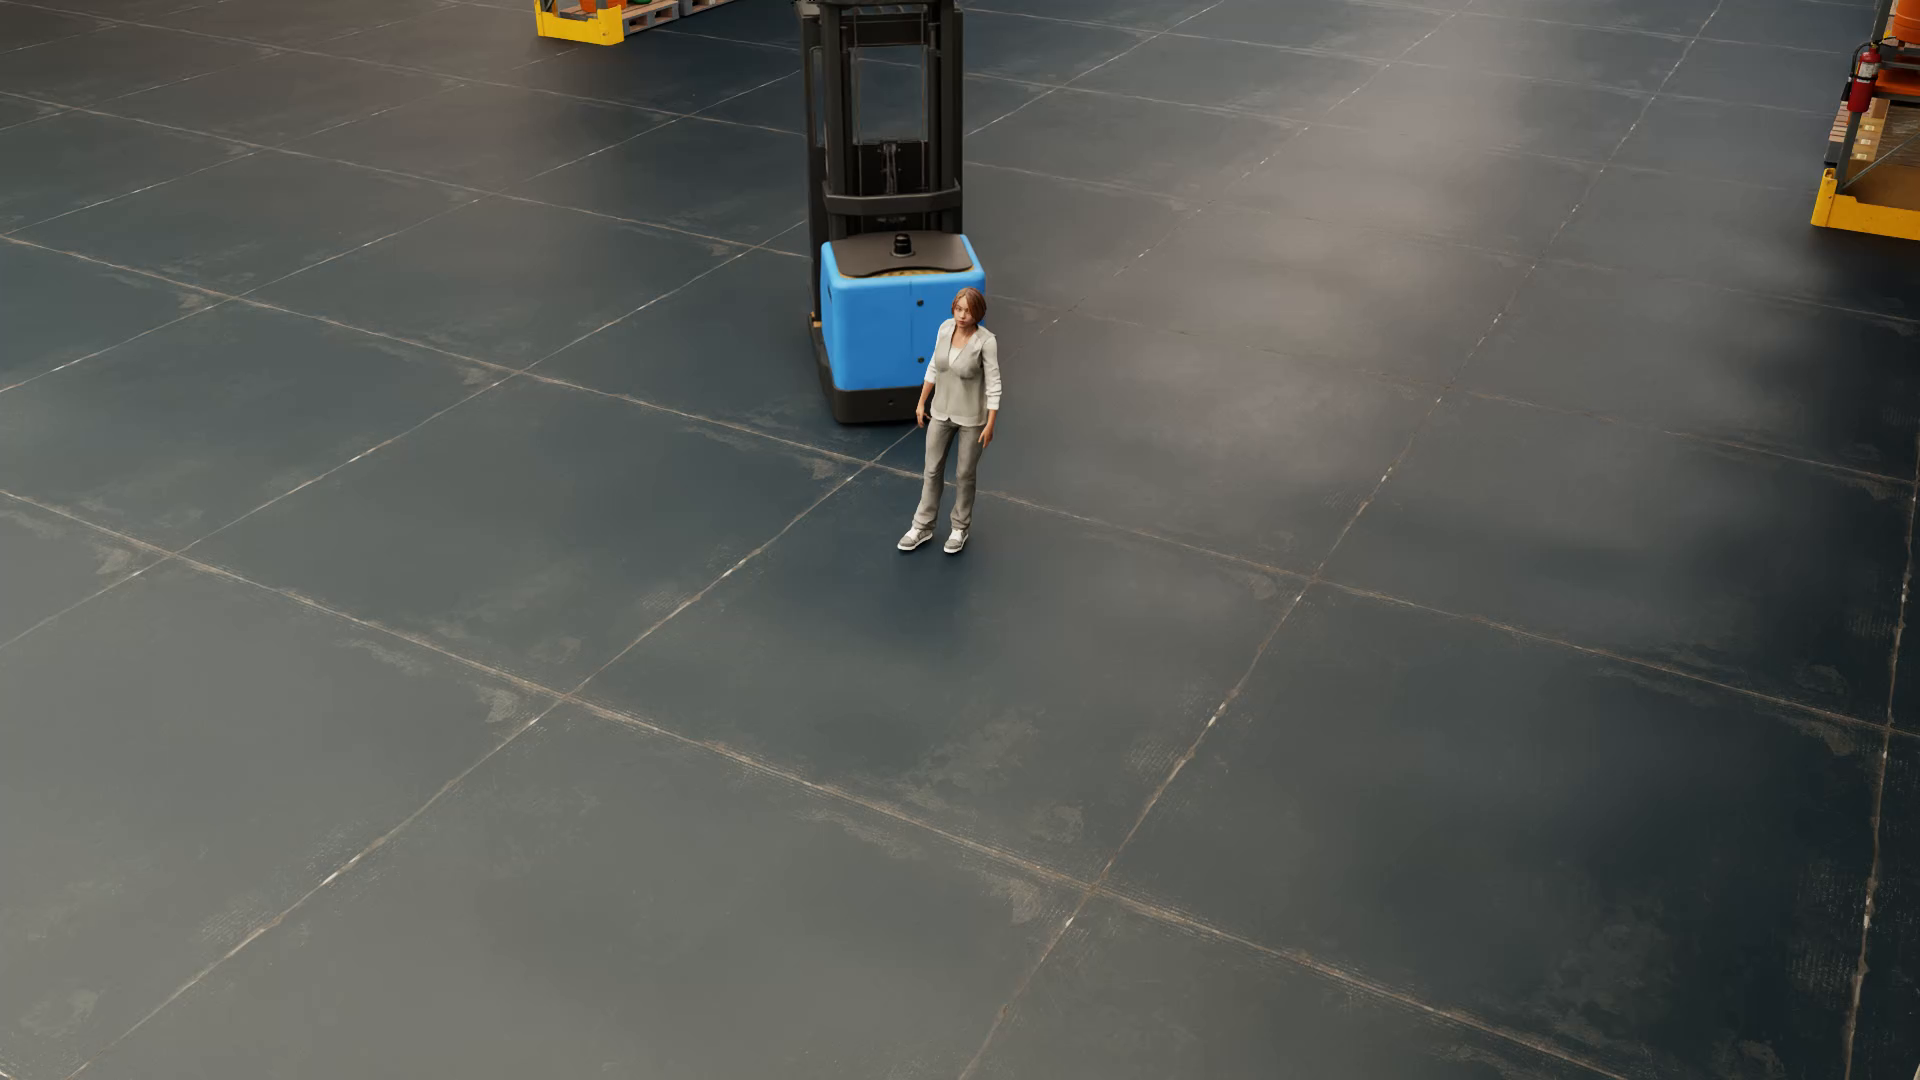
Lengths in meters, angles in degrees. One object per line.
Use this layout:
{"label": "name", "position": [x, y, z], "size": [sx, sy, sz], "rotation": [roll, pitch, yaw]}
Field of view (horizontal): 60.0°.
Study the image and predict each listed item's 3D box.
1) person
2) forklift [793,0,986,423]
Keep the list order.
{"label": "person", "position": [-0.048, -0.669, 9.550], "size": [0.521, 1.596, 0.475], "rotation": [15, 33, 25]}
{"label": "forklift", "position": [-0.566, -2.776, 11.880], "size": [1.130, 2.935, 3.031], "rotation": [-5, 30, -8]}
